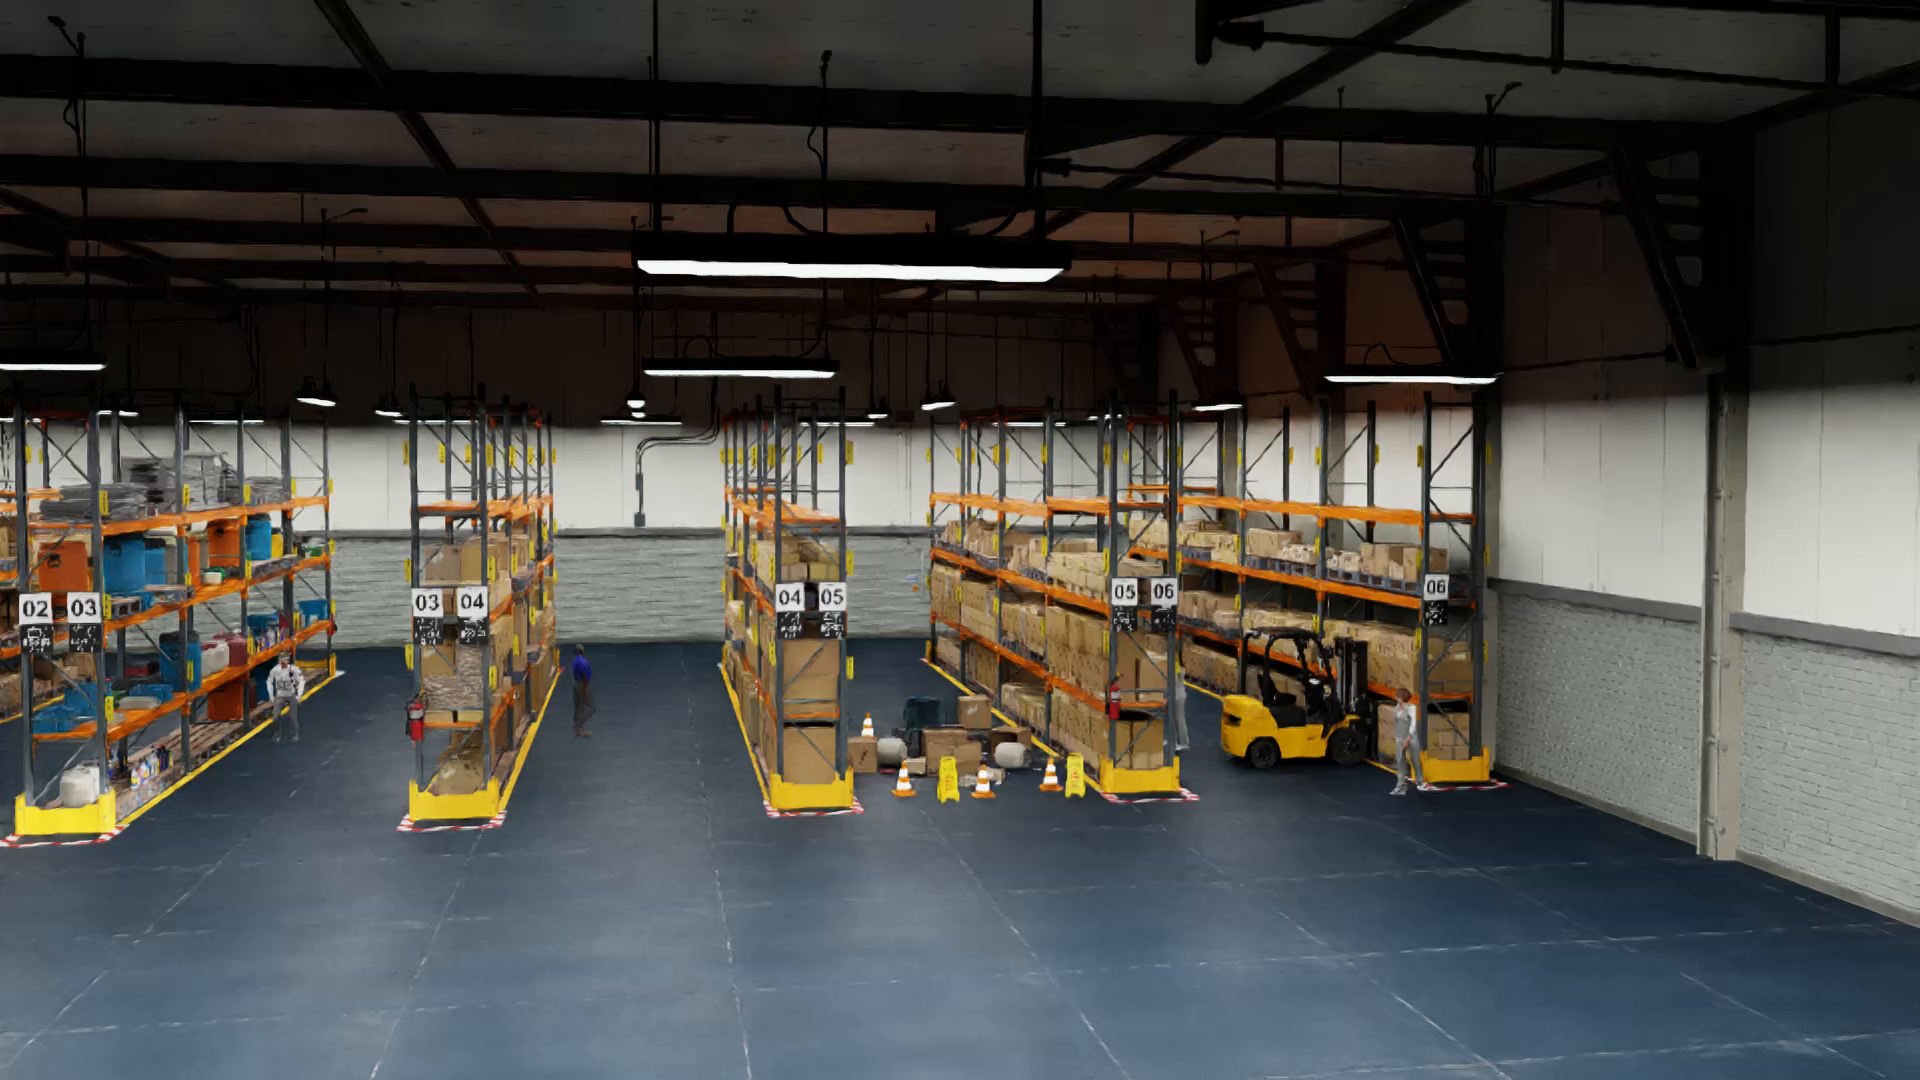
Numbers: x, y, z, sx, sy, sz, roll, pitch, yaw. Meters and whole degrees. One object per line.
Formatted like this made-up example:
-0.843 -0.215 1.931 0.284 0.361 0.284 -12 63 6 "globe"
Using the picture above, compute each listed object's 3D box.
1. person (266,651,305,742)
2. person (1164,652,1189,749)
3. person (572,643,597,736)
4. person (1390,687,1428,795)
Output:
-11.772 2.722 29.033 0.639 1.632 0.506 -1 3 -13 "person"
3.671 2.710 28.426 0.569 1.668 0.563 1 3 22 "person"
-6.759 2.673 29.633 0.423 1.655 0.508 -2 4 -39 "person"
6.636 2.964 24.595 0.638 1.586 0.444 -2 4 -38 "person"
